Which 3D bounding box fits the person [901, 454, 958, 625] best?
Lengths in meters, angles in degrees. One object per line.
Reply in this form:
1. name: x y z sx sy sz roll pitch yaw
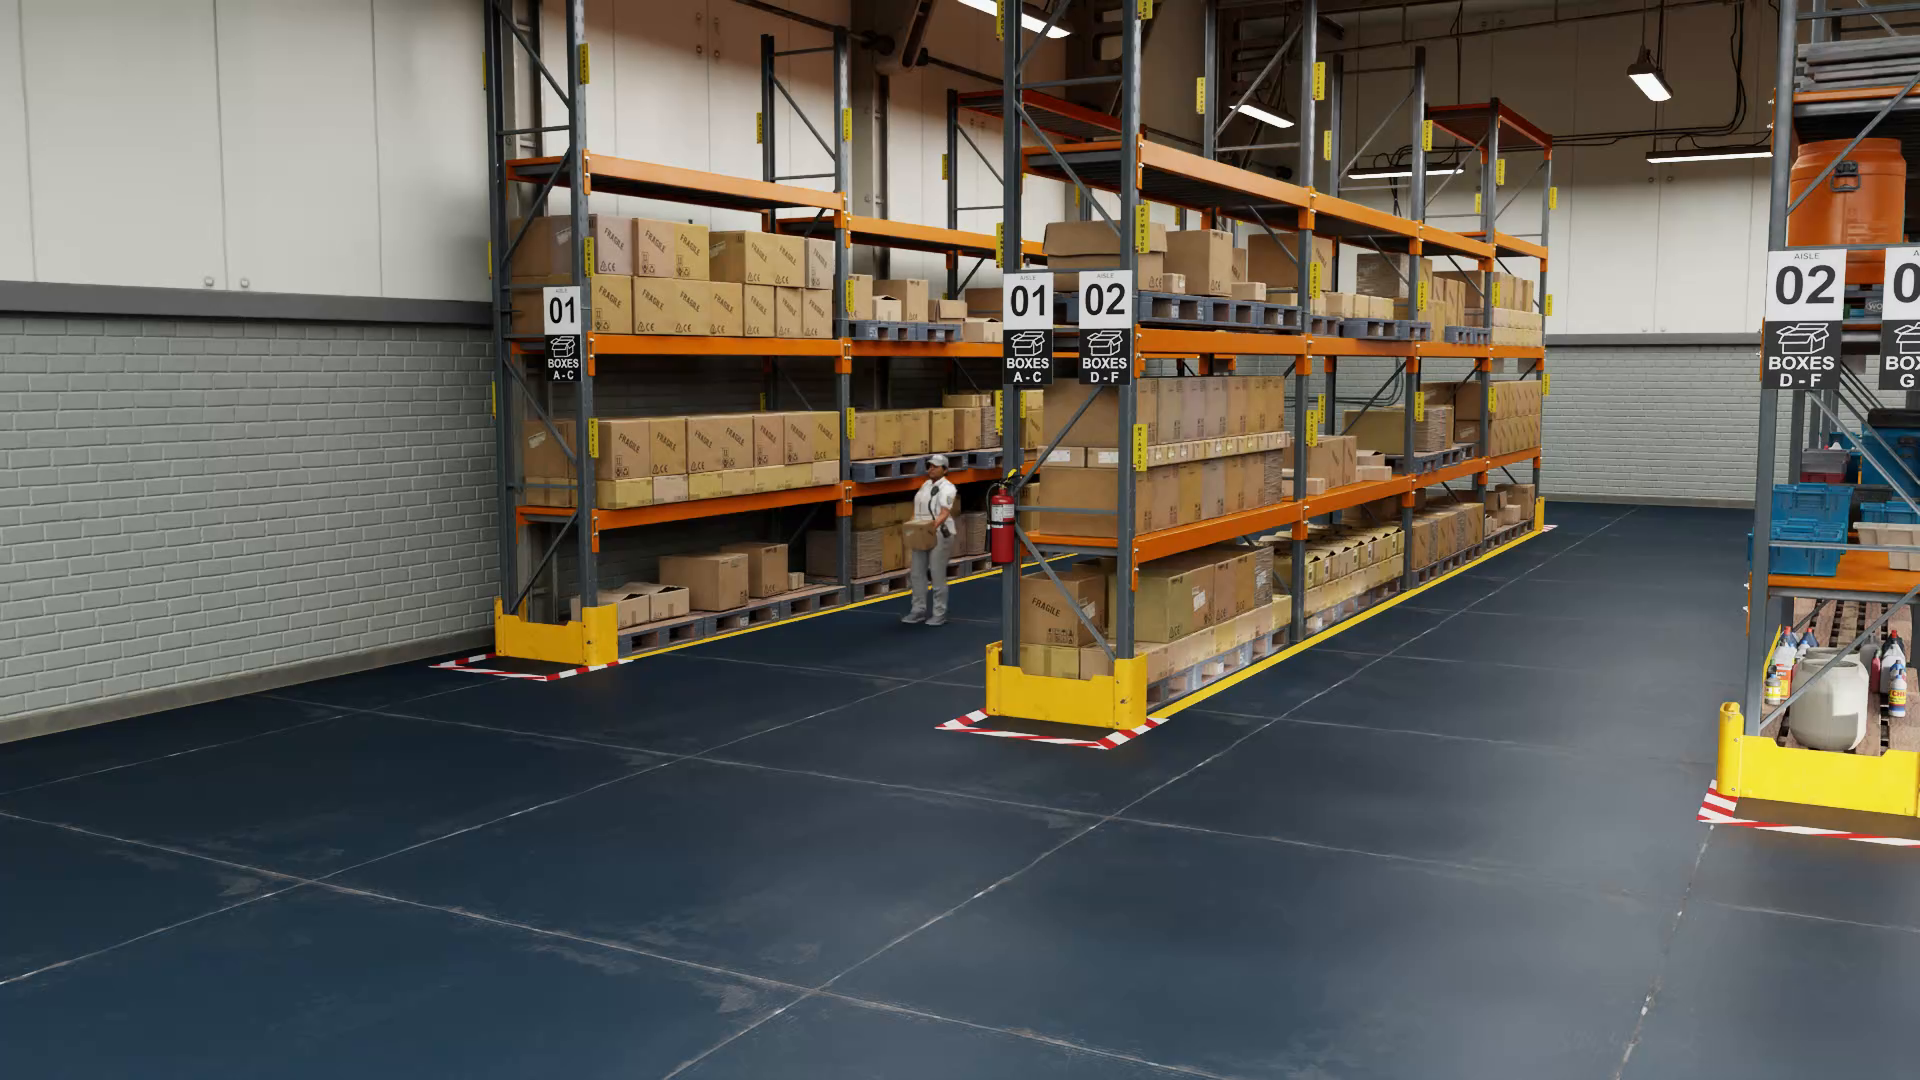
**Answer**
1. person: -0.305 -0.007 16.394 0.497 1.670 0.486 -5 8 -40
